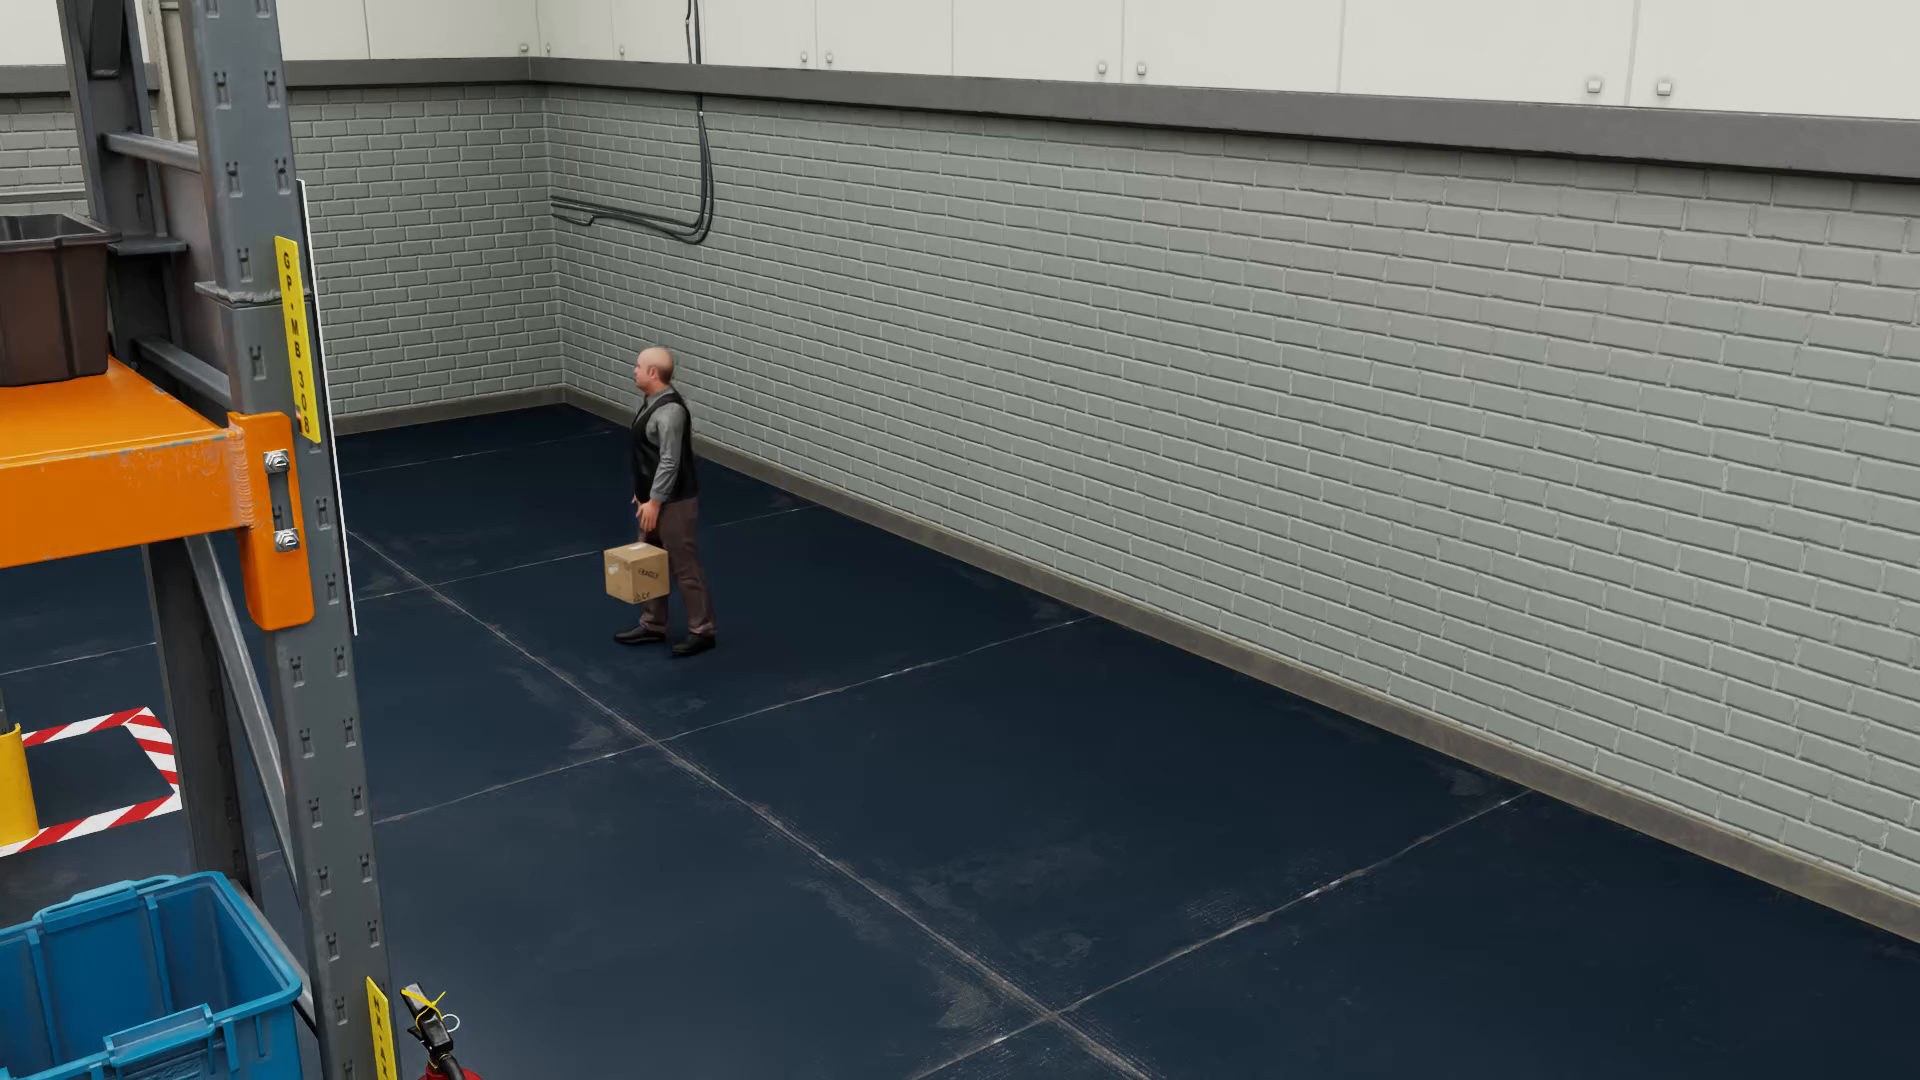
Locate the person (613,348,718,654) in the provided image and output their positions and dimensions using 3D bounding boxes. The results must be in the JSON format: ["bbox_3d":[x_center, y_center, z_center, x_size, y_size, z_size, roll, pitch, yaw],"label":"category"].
[{"bbox_3d":[-1.669,-0.210,9.248,0.564,1.725,0.549,-6,19,-19],"label":"person"}]
